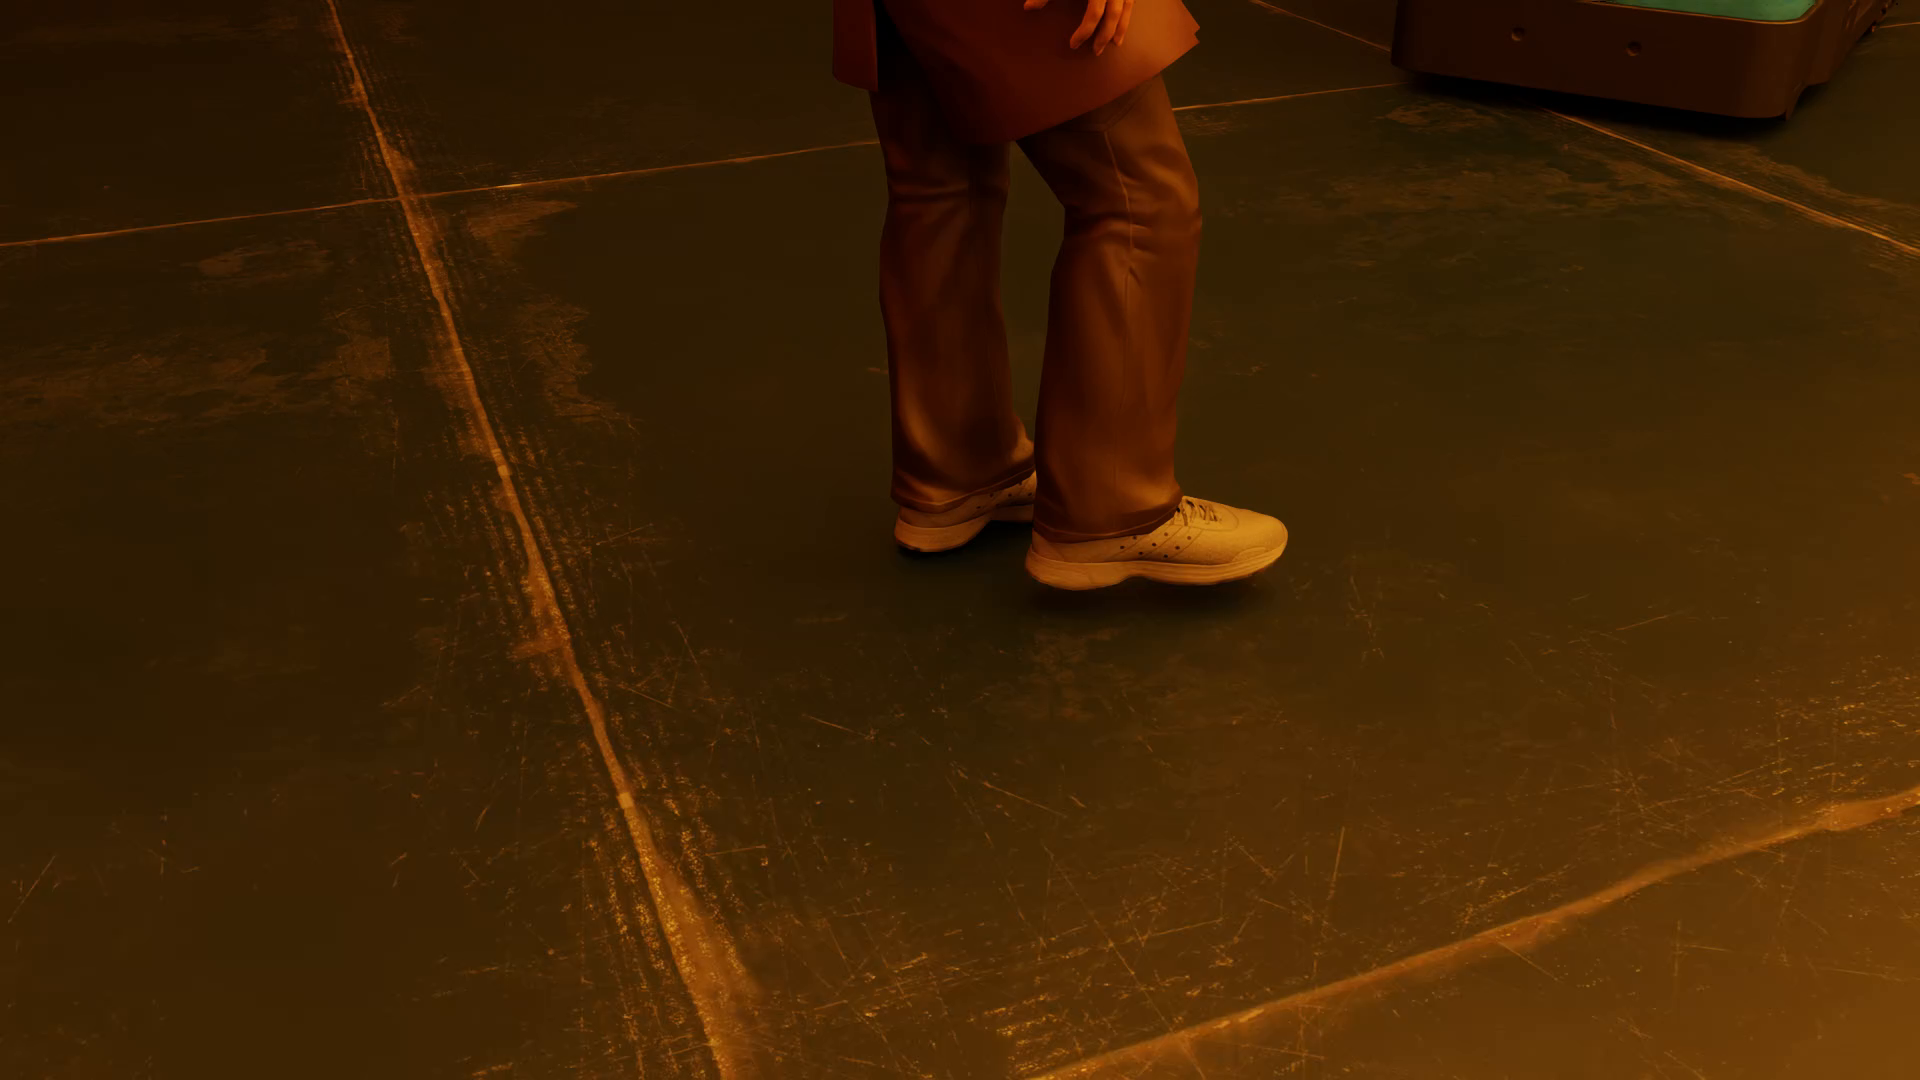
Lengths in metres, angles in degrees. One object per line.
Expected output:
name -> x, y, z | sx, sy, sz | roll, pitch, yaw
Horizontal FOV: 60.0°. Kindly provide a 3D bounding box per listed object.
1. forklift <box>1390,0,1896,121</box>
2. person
forklift -> 2.463, -3.032, 4.861 | 1.130, 2.935, 3.031 | 18, 34, 29
person -> 0.086, -0.794, 2.082 | 0.583, 1.775, 0.696 | -11, 32, -19
